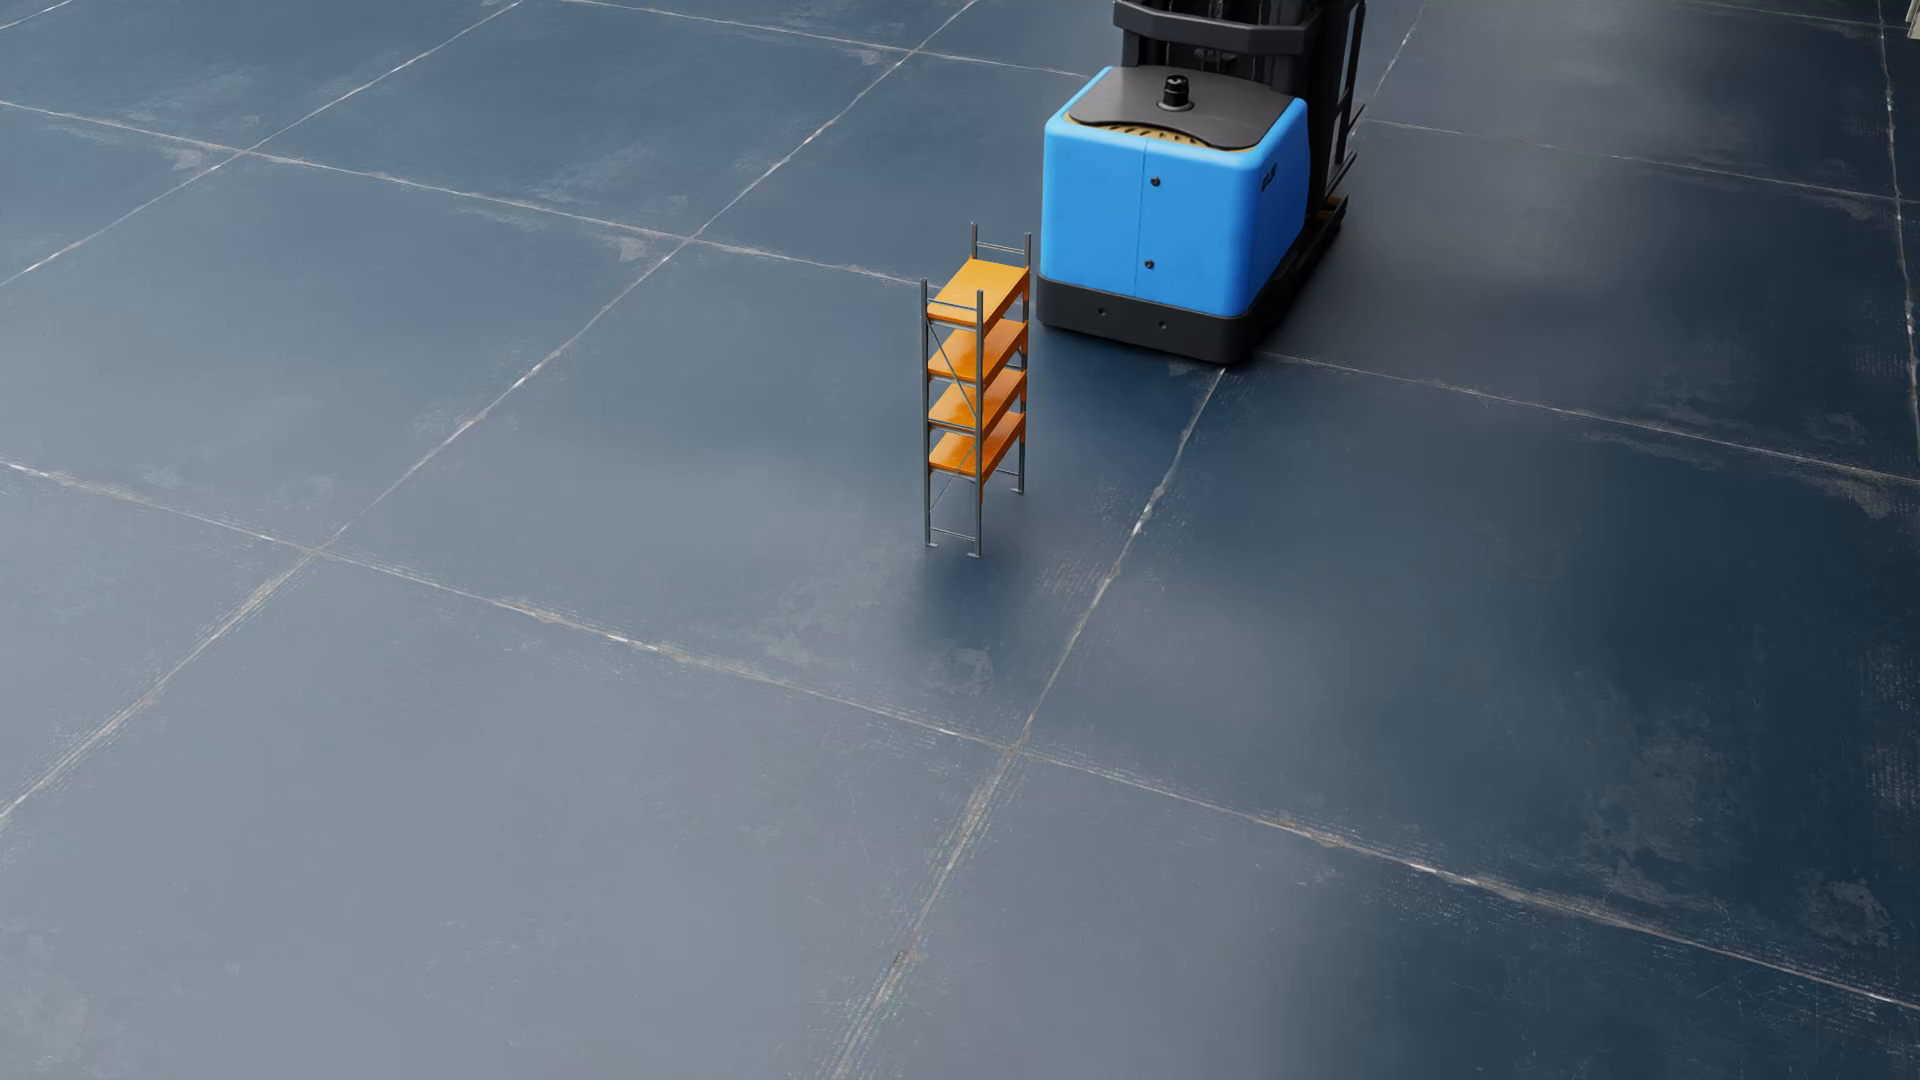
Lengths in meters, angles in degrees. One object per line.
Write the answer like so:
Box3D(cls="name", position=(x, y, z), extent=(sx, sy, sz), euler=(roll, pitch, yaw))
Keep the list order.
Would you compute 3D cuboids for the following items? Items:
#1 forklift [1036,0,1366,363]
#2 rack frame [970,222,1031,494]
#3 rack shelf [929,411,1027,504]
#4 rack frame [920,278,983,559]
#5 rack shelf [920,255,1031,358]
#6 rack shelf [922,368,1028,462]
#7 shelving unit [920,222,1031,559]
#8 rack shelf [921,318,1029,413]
Box3D(cls="forklift", position=(1.451, -2.868, 8.139), extent=(1.130, 2.935, 3.031), euler=(16, 40, 20))
Box3D(cls="rack frame", position=(0.156, -0.707, 6.694), extent=(0.240, 1.200, 0.015), euler=(14, 39, 18))
Box3D(cls="rack shelf", position=(0.063, -0.359, 6.673), extent=(0.258, 0.148, 0.480), euler=(14, 39, 18))
Box3D(cls="rack frame", position=(-0.030, -0.437, 6.333), extent=(0.240, 1.200, 0.015), euler=(14, 39, 18))
Box3D(cls="rack shelf", position=(0.063, -0.887, 6.278), extent=(0.258, 0.148, 0.480), euler=(14, 39, 18))
Box3D(cls="rack shelf", position=(0.063, -0.518, 6.554), extent=(0.258, 0.148, 0.480), euler=(14, 39, 18))
Box3D(cls="shelving unit", position=(0.063, -0.572, 6.513), extent=(0.258, 1.200, 0.503), euler=(14, 39, 18))
Box3D(cls="rack shelf", position=(0.063, -0.698, 6.420), extent=(0.258, 0.148, 0.480), euler=(14, 39, 18))
